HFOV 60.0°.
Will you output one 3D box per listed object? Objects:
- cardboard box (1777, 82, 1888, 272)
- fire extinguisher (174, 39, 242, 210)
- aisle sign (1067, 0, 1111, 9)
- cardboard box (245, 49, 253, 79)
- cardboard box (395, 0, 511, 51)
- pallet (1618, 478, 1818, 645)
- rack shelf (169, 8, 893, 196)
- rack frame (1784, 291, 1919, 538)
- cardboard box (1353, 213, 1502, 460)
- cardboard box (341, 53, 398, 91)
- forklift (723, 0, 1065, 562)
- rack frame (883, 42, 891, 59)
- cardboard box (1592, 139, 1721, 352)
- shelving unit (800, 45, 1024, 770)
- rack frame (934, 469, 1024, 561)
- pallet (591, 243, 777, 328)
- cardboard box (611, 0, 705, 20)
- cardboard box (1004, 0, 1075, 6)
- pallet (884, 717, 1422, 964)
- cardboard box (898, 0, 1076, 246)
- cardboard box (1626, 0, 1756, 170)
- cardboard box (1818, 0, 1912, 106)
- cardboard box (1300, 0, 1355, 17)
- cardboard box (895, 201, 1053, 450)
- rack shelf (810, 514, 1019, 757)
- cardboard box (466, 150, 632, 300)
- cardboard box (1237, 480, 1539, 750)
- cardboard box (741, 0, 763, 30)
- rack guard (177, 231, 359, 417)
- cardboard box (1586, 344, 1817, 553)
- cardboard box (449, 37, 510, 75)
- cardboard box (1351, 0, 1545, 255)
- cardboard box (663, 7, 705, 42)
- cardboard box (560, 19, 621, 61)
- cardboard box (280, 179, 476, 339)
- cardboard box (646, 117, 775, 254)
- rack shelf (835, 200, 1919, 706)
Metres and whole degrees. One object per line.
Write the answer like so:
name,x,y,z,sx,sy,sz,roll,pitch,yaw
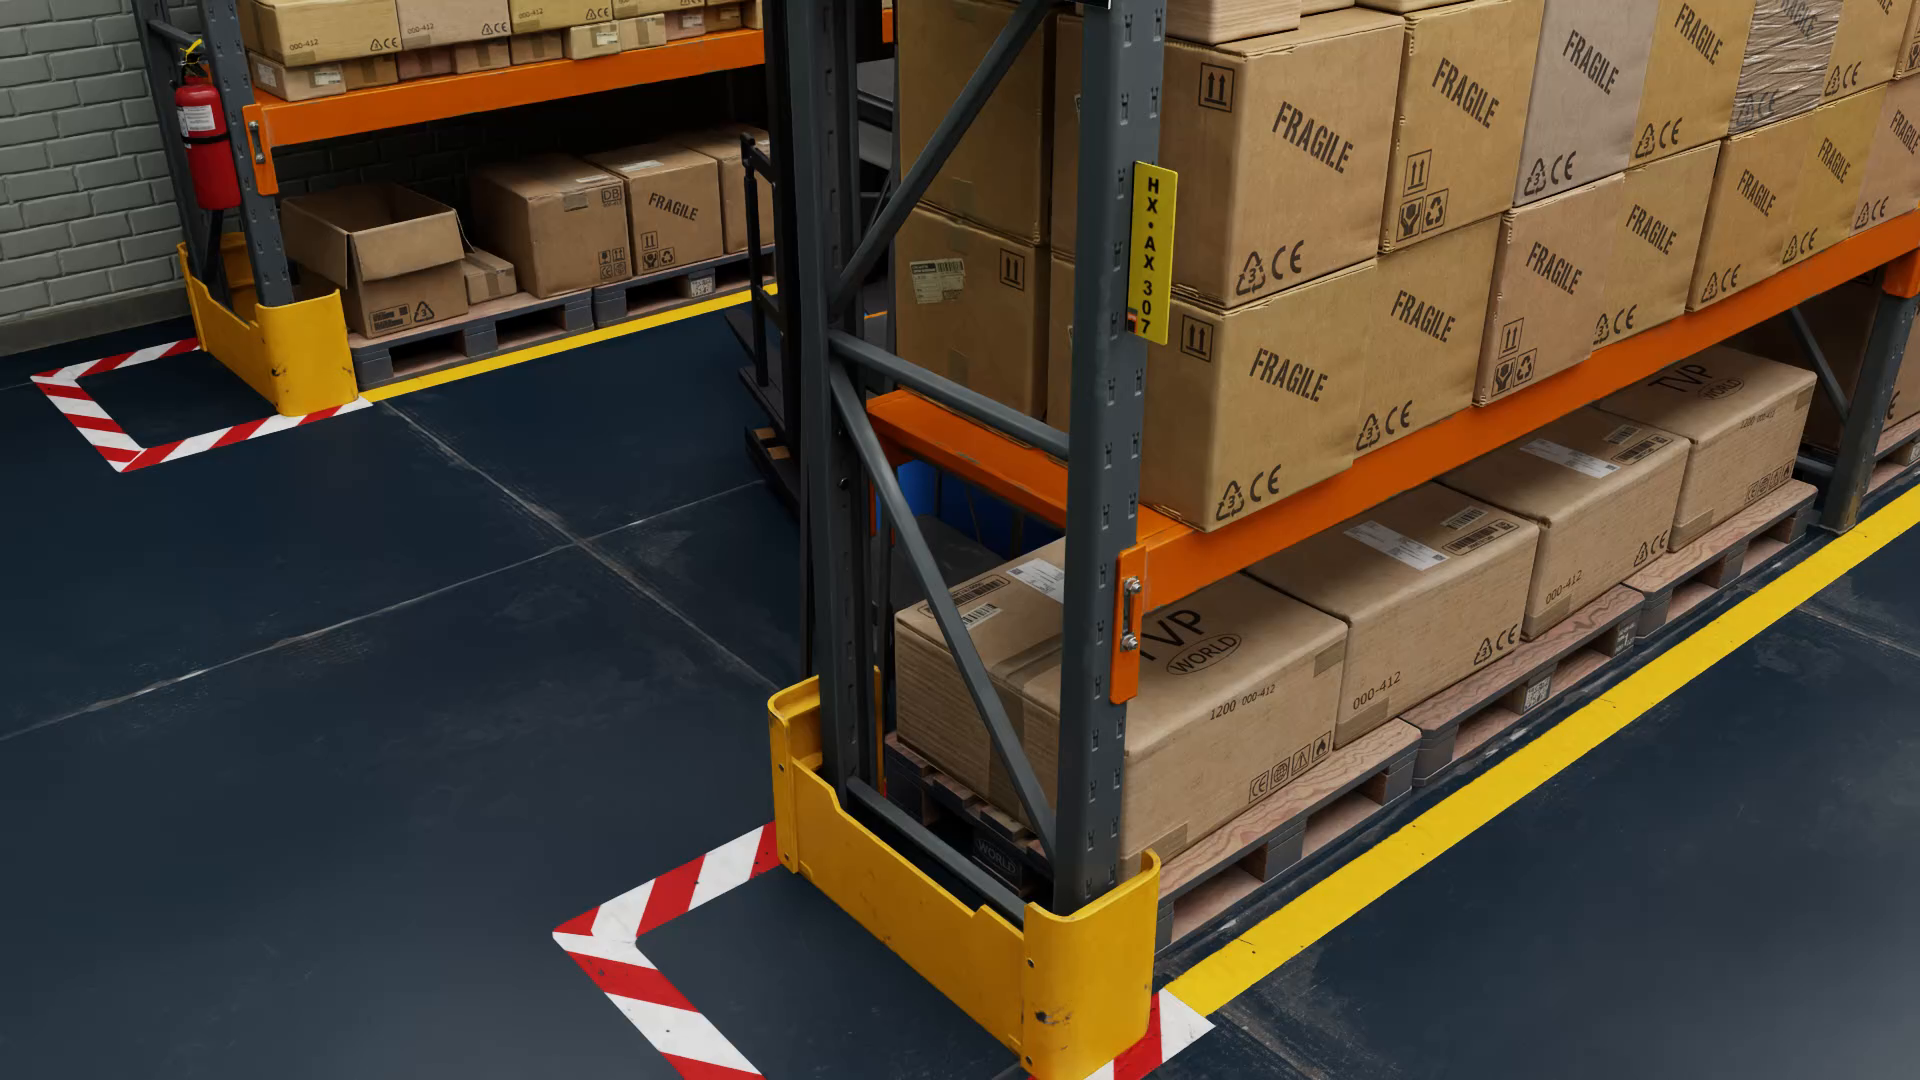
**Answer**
cardboard box,2.463,-1.181,5.171,0.500,0.500,0.500,-23,36,-36
fire extinguisher,-3.042,-1.676,6.680,0.183,0.674,0.296,-22,35,-35
aisle sign,0.128,-1.327,2.792,0.004,0.787,0.394,-22,35,-35
cardboard box,-3.152,-2.172,7.398,0.250,0.149,0.380,-22,35,-35
cardboard box,-2.327,-2.346,7.302,0.500,0.250,0.500,-21,35,-34
pallet,2.408,-0.095,6.205,1.213,0.211,1.003,-22,35,-35
rack shelf,-1.709,-2.379,8.283,4.000,0.370,1.077,-22,35,-35
rack frame,3.037,-1.530,5.930,0.127,3.000,1.000,-22,35,-35
cardboard box,0.913,-0.559,4.007,0.500,0.500,0.500,-22,35,-36
cardboard box,-2.639,-2.071,7.209,0.250,0.149,0.380,-21,35,-34
forklift,-0.231,-1.566,6.071,1.130,2.935,3.031,-11,30,-19
rack frame,-0.187,-3.308,9.258,0.127,3.000,1.000,-22,35,-35
cardboard box,1.681,-0.867,4.584,0.500,0.500,0.500,-21,34,-33
shelving unit,-0.120,-0.368,4.611,0.503,2.100,0.431,-21,37,-36
rack frame,0.065,-0.437,4.754,0.015,2.100,0.400,-21,37,-36
pallet,-1.639,-1.494,8.821,1.213,0.211,1.003,-22,35,-35
cardboard box,-1.568,-2.667,7.901,0.500,0.250,0.500,-23,36,-36
cardboard box,0.137,-1.259,3.568,0.250,0.149,0.380,-21,35,-34
pallet,0.552,0.651,4.808,1.213,0.211,1.003,-22,35,-35
cardboard box,0.207,-1.024,3.817,0.500,0.500,0.500,-21,34,-33
cardboard box,1.698,-1.310,4.351,0.500,0.500,0.500,-22,35,-35
cardboard box,2.466,-1.619,4.931,0.500,0.500,0.500,-22,35,-36
cardboard box,0.597,-1.192,3.444,0.250,0.149,0.380,-21,35,-34
cardboard box,0.190,-0.593,4.071,0.500,0.500,0.500,-22,35,-35
rack shelf,-0.155,0.254,4.960,0.480,0.518,0.431,-21,37,-36
cardboard box,-2.028,-1.568,8.209,0.500,0.500,0.700,-20,34,-33
cardboard box,1.122,0.118,5.120,0.875,0.438,0.875,-21,34,-34
cardboard box,-1.025,-2.675,8.340,0.250,0.149,0.380,-22,35,-36
rack guard,-3.172,-1.006,7.601,0.348,0.500,1.175,-22,35,-35
cardboard box,2.490,-0.431,6.148,0.875,0.438,0.875,-22,35,-36
cardboard box,-2.229,-2.219,7.486,0.250,0.149,0.380,-21,34,-33
cardboard box,0.933,-0.997,3.765,0.500,0.500,0.500,-23,36,-36
cardboard box,-1.451,-2.544,8.094,0.250,0.149,0.380,-22,35,-35
cardboard box,-1.790,-2.352,7.736,0.250,0.149,0.380,-23,36,-36
cardboard box,-2.703,-1.322,7.745,0.637,0.503,0.797,-24,36,-37
cardboard box,-1.238,-1.886,8.803,0.500,0.500,0.700,-23,36,-37
rack shelf,1.516,-0.601,4.955,4.000,0.370,1.077,-22,35,-35
